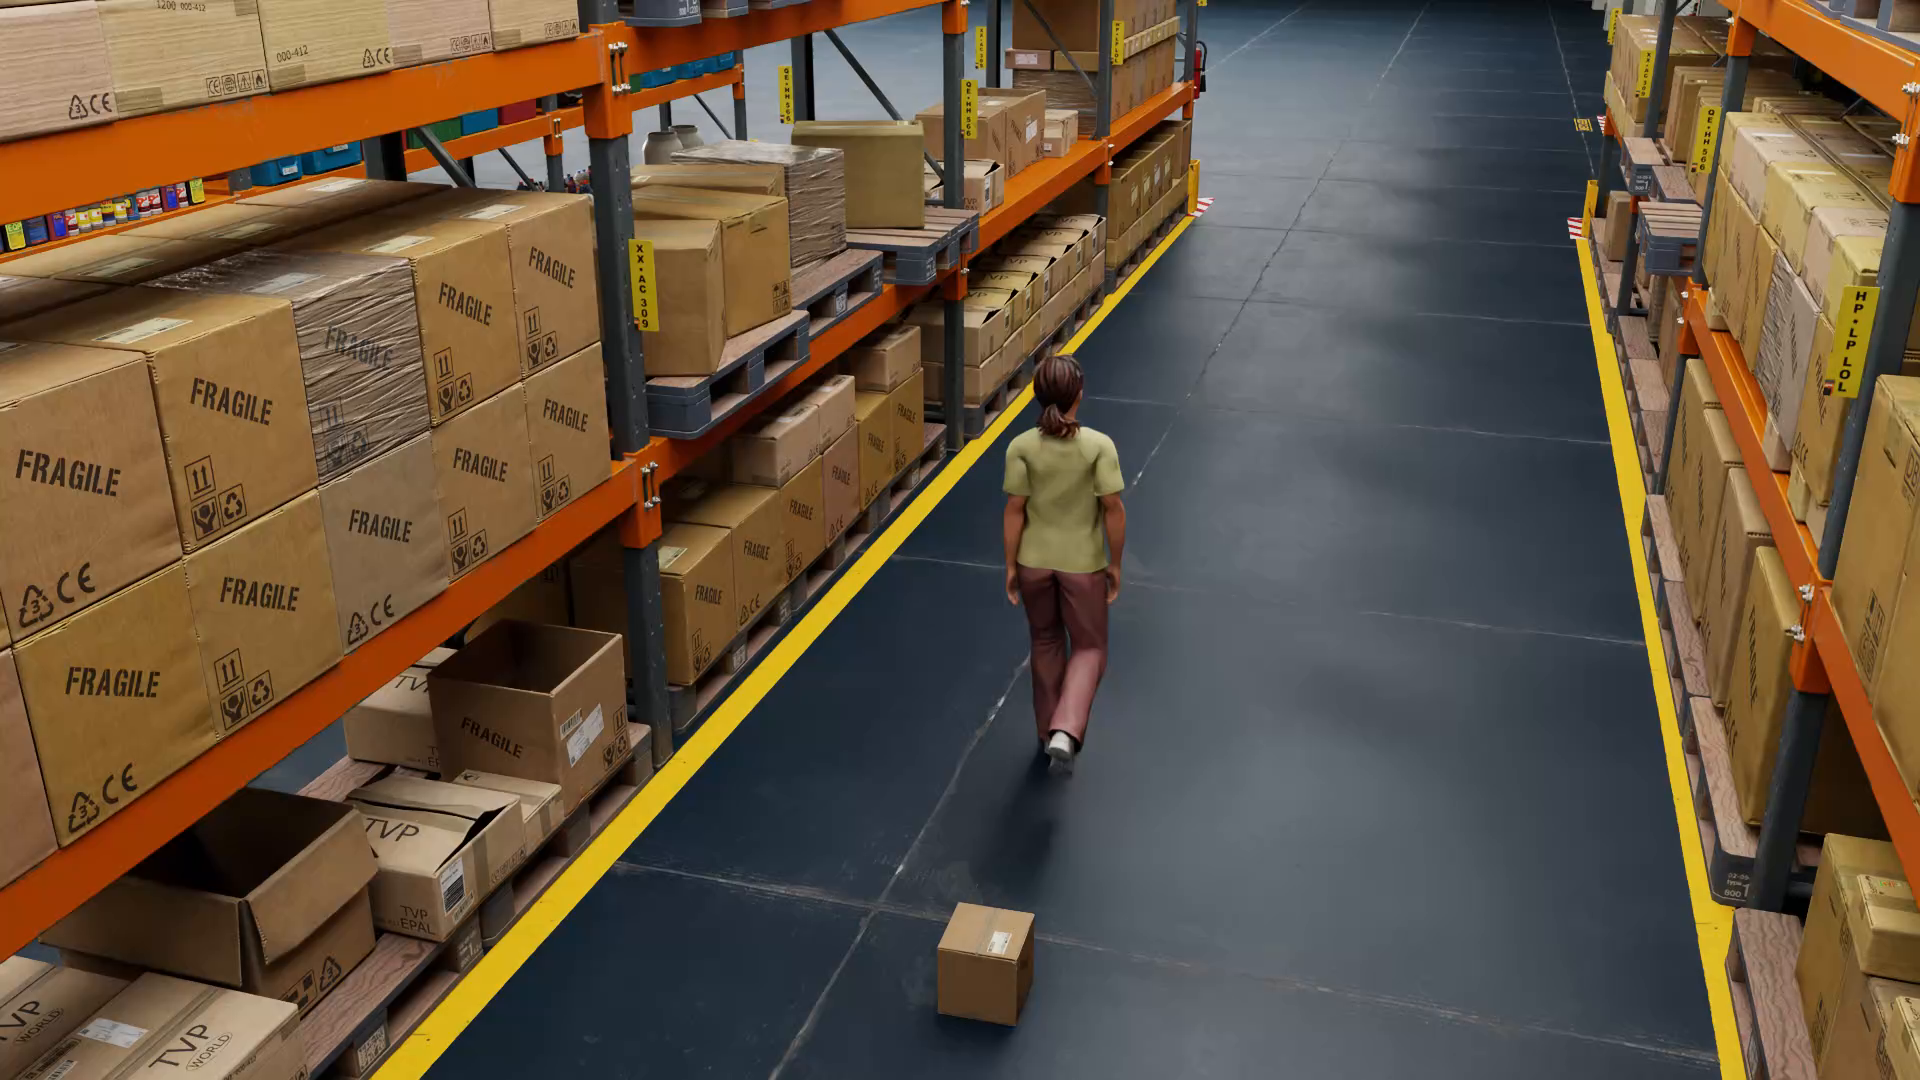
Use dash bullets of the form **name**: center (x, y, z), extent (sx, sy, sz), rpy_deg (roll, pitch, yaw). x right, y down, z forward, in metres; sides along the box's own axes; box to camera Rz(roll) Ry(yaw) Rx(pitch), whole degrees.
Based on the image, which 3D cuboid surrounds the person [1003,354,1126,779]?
- **person**: center (0.381, 0.130, 6.238), extent (0.457, 1.649, 0.769), rpy_deg (4, 22, 10)
